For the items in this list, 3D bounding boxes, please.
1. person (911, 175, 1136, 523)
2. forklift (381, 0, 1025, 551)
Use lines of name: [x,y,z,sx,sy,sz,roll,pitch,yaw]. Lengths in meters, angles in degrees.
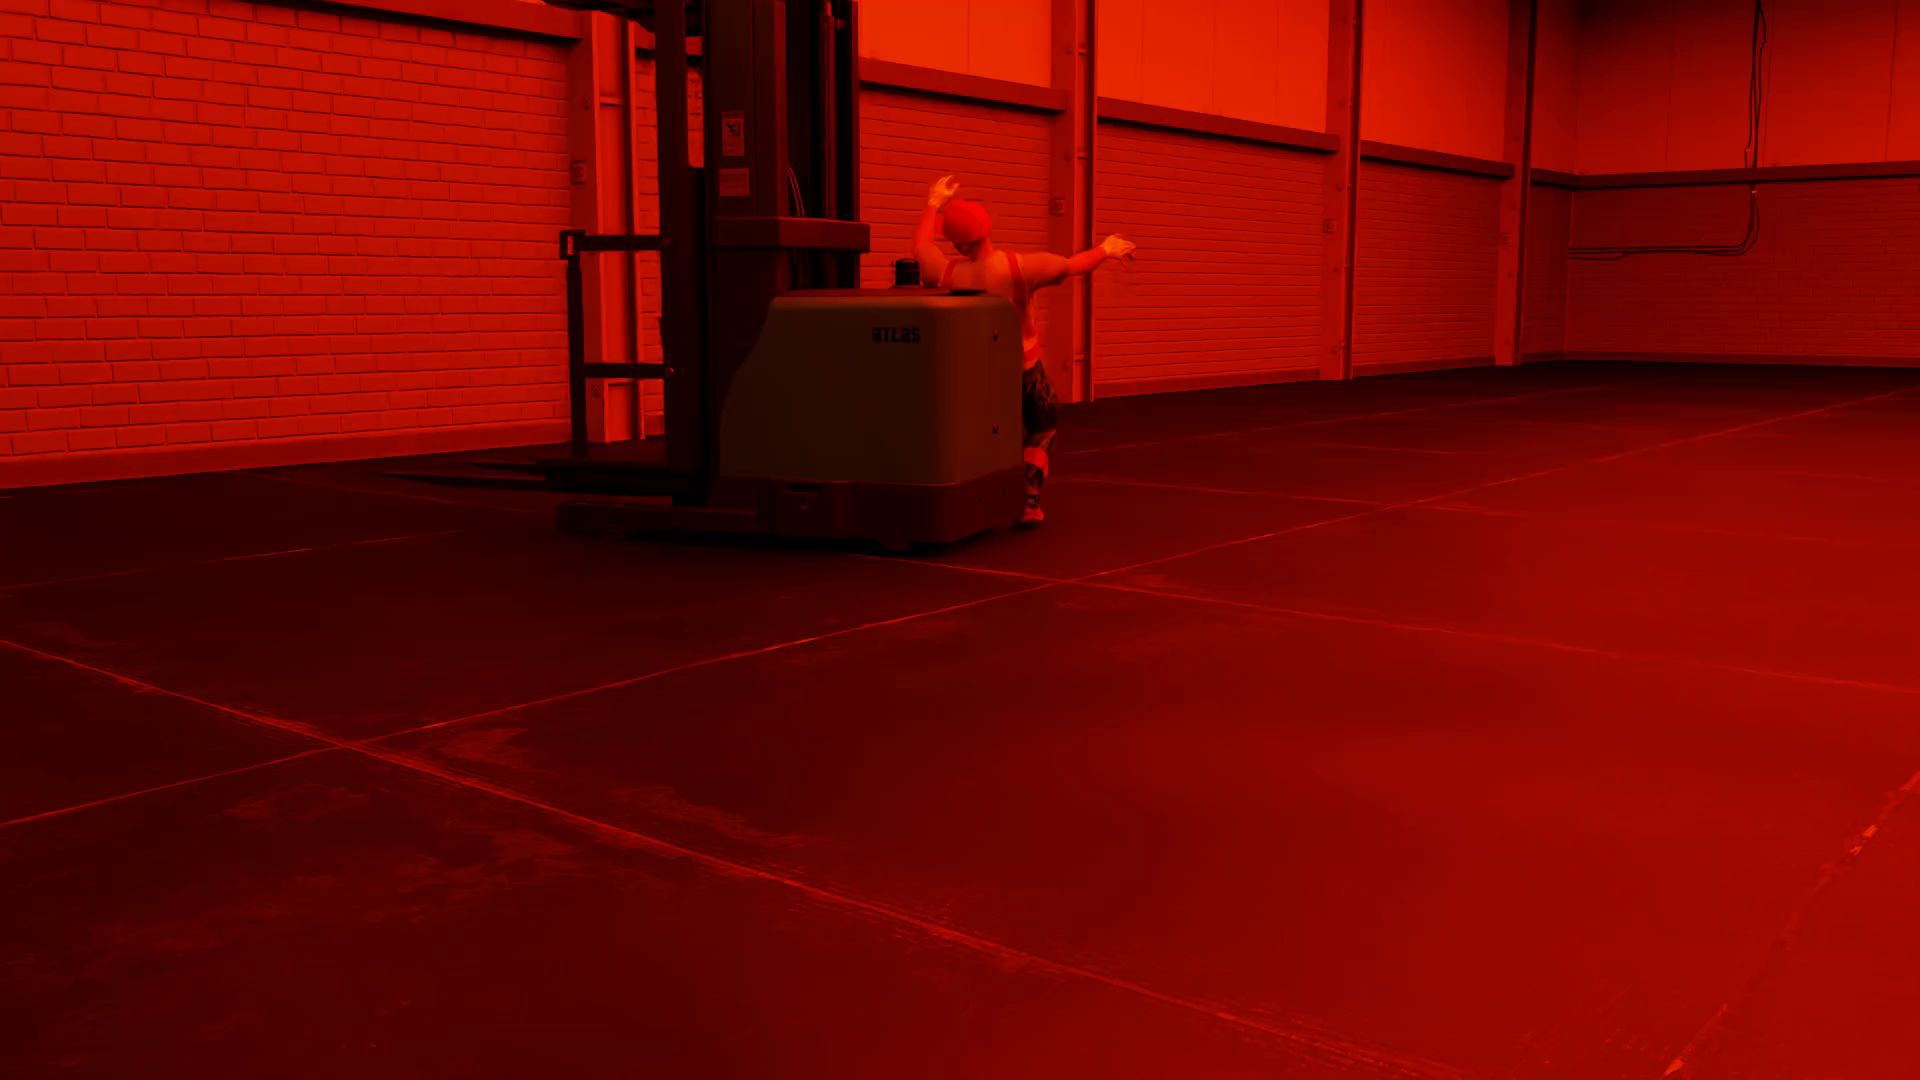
person: [0.314,-0.879,7.675,1.080,1.621,0.702,-1,8,-7]
forklift: [-1.270,-1.513,7.625,3.031,2.935,1.130,3,9,21]
